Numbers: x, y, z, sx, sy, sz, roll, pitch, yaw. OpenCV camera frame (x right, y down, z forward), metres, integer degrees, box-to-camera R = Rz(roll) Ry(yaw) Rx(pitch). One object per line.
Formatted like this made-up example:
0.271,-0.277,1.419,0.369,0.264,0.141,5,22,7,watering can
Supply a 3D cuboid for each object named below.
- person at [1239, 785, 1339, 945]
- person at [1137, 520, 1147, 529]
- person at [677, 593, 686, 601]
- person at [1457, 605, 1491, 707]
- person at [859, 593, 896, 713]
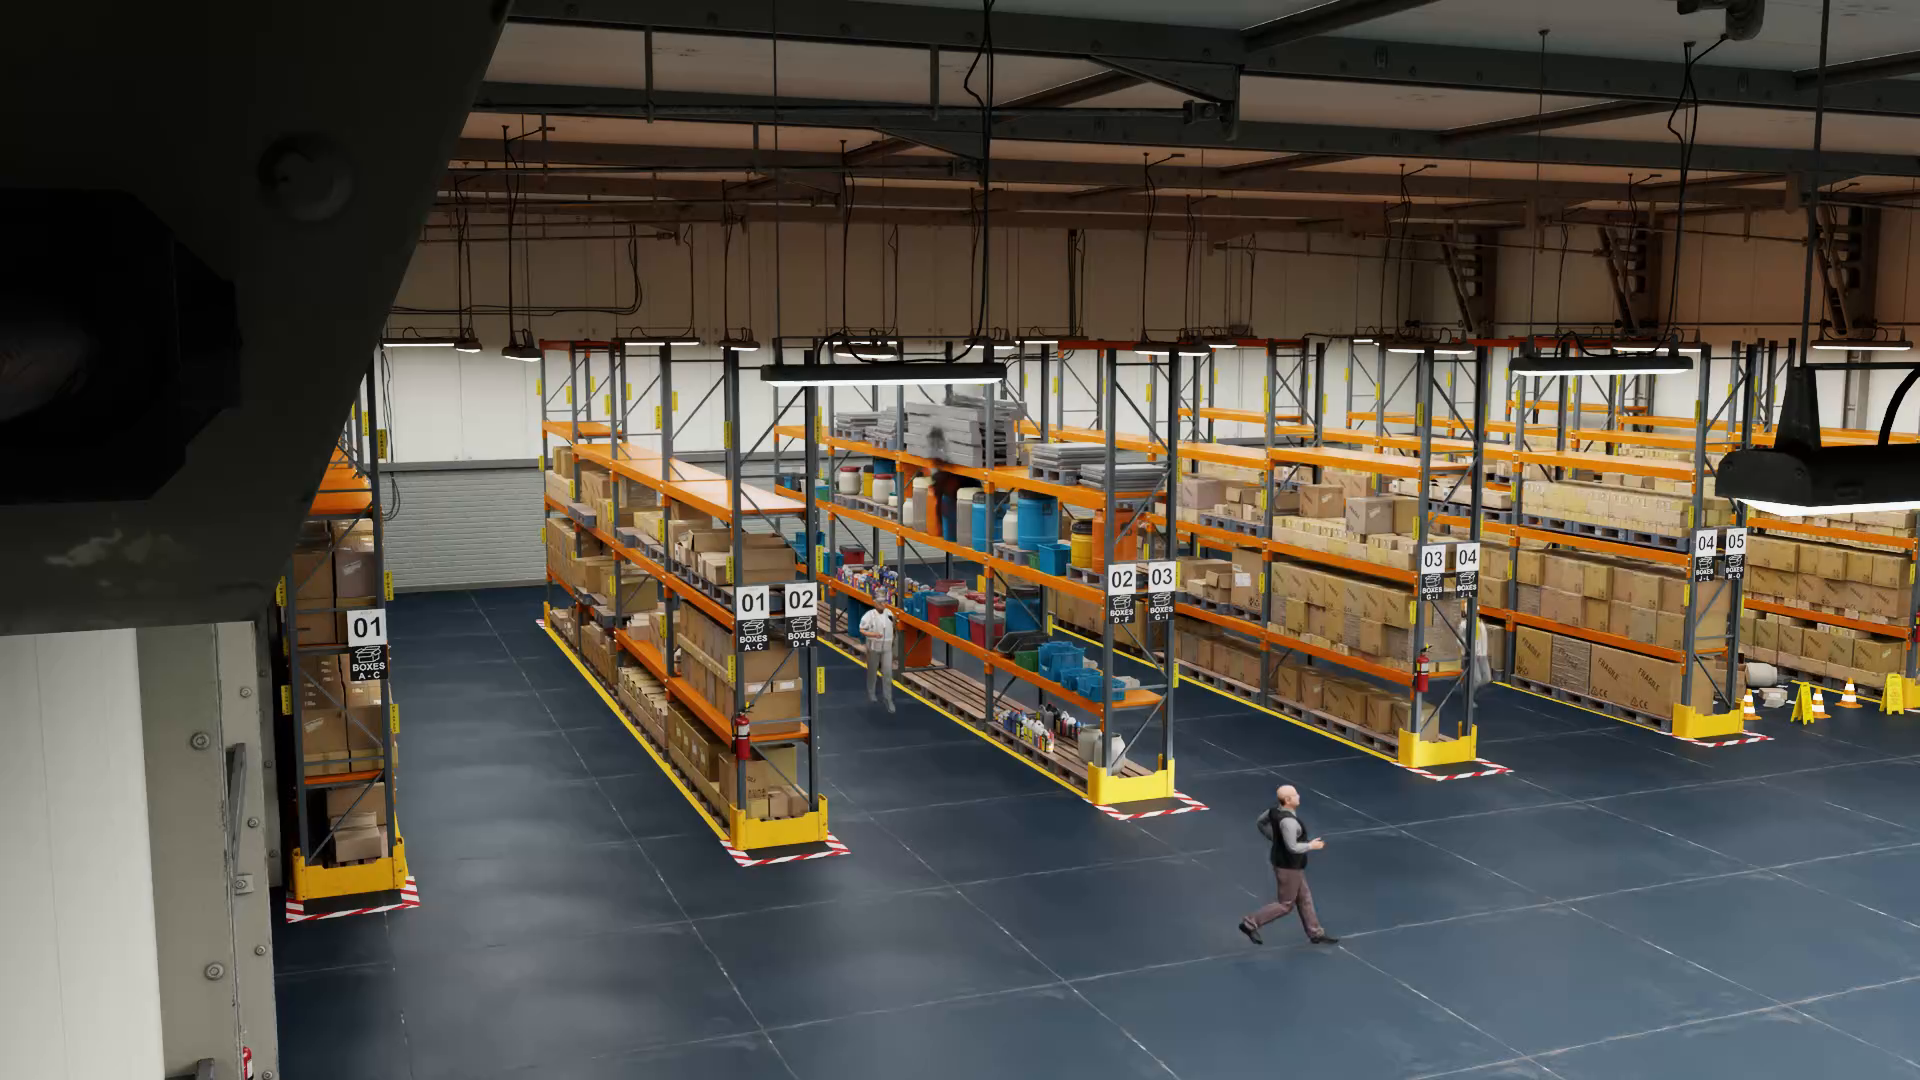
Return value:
3.339,3.291,16.780,1.054,1.677,0.672,0,7,-1,person
4.225,0.117,41.197,0.952,1.703,0.847,-3,8,-19,person
-5.574,1.114,33.939,0.658,1.677,0.579,-6,10,-41,person
8.518,1.901,27.565,0.666,1.737,0.528,-4,9,-30,person
-1.288,1.770,26.368,0.645,1.891,0.770,-3,8,-19,person
